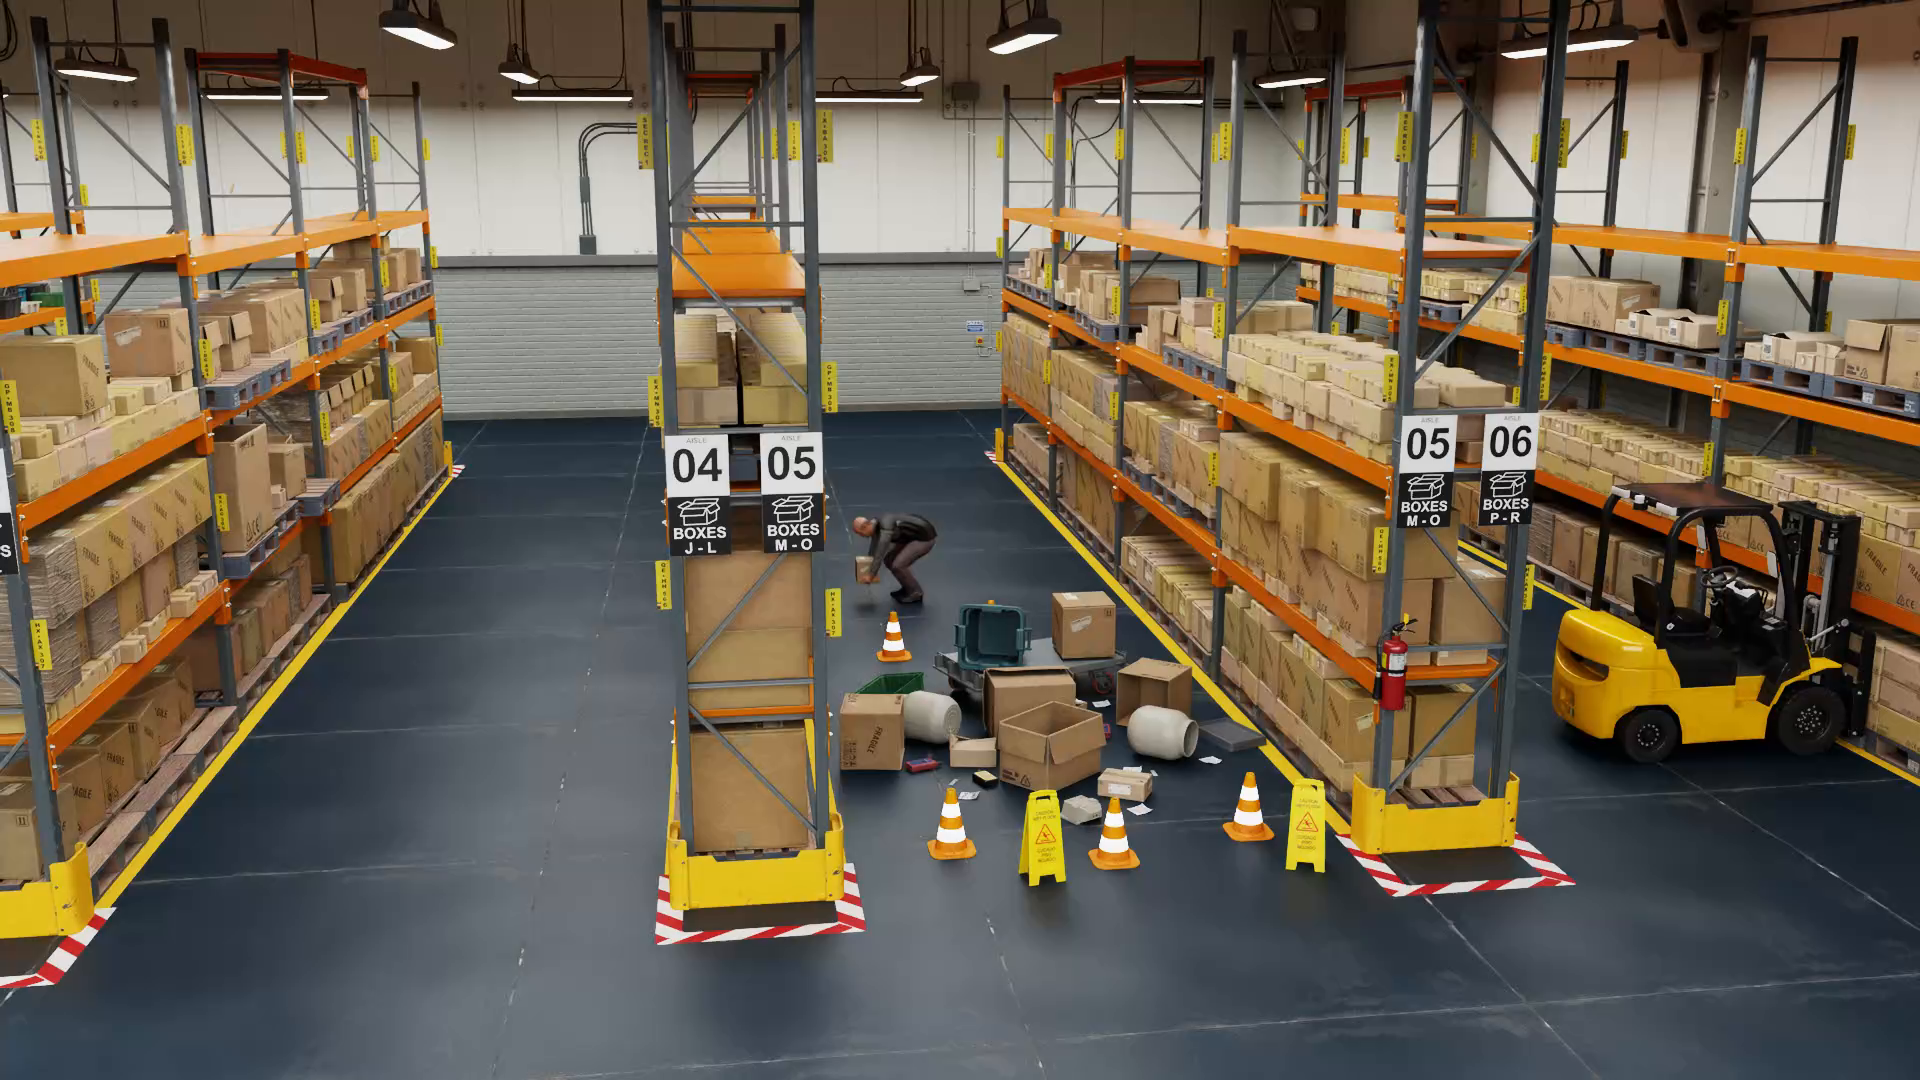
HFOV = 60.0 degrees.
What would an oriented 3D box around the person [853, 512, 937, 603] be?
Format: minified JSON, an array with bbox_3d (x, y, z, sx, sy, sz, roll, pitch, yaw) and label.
[{"bbox_3d":[-0.739,0.187,18.812,0.949,1.008,0.507,-3,13,-11],"label":"person"}]
